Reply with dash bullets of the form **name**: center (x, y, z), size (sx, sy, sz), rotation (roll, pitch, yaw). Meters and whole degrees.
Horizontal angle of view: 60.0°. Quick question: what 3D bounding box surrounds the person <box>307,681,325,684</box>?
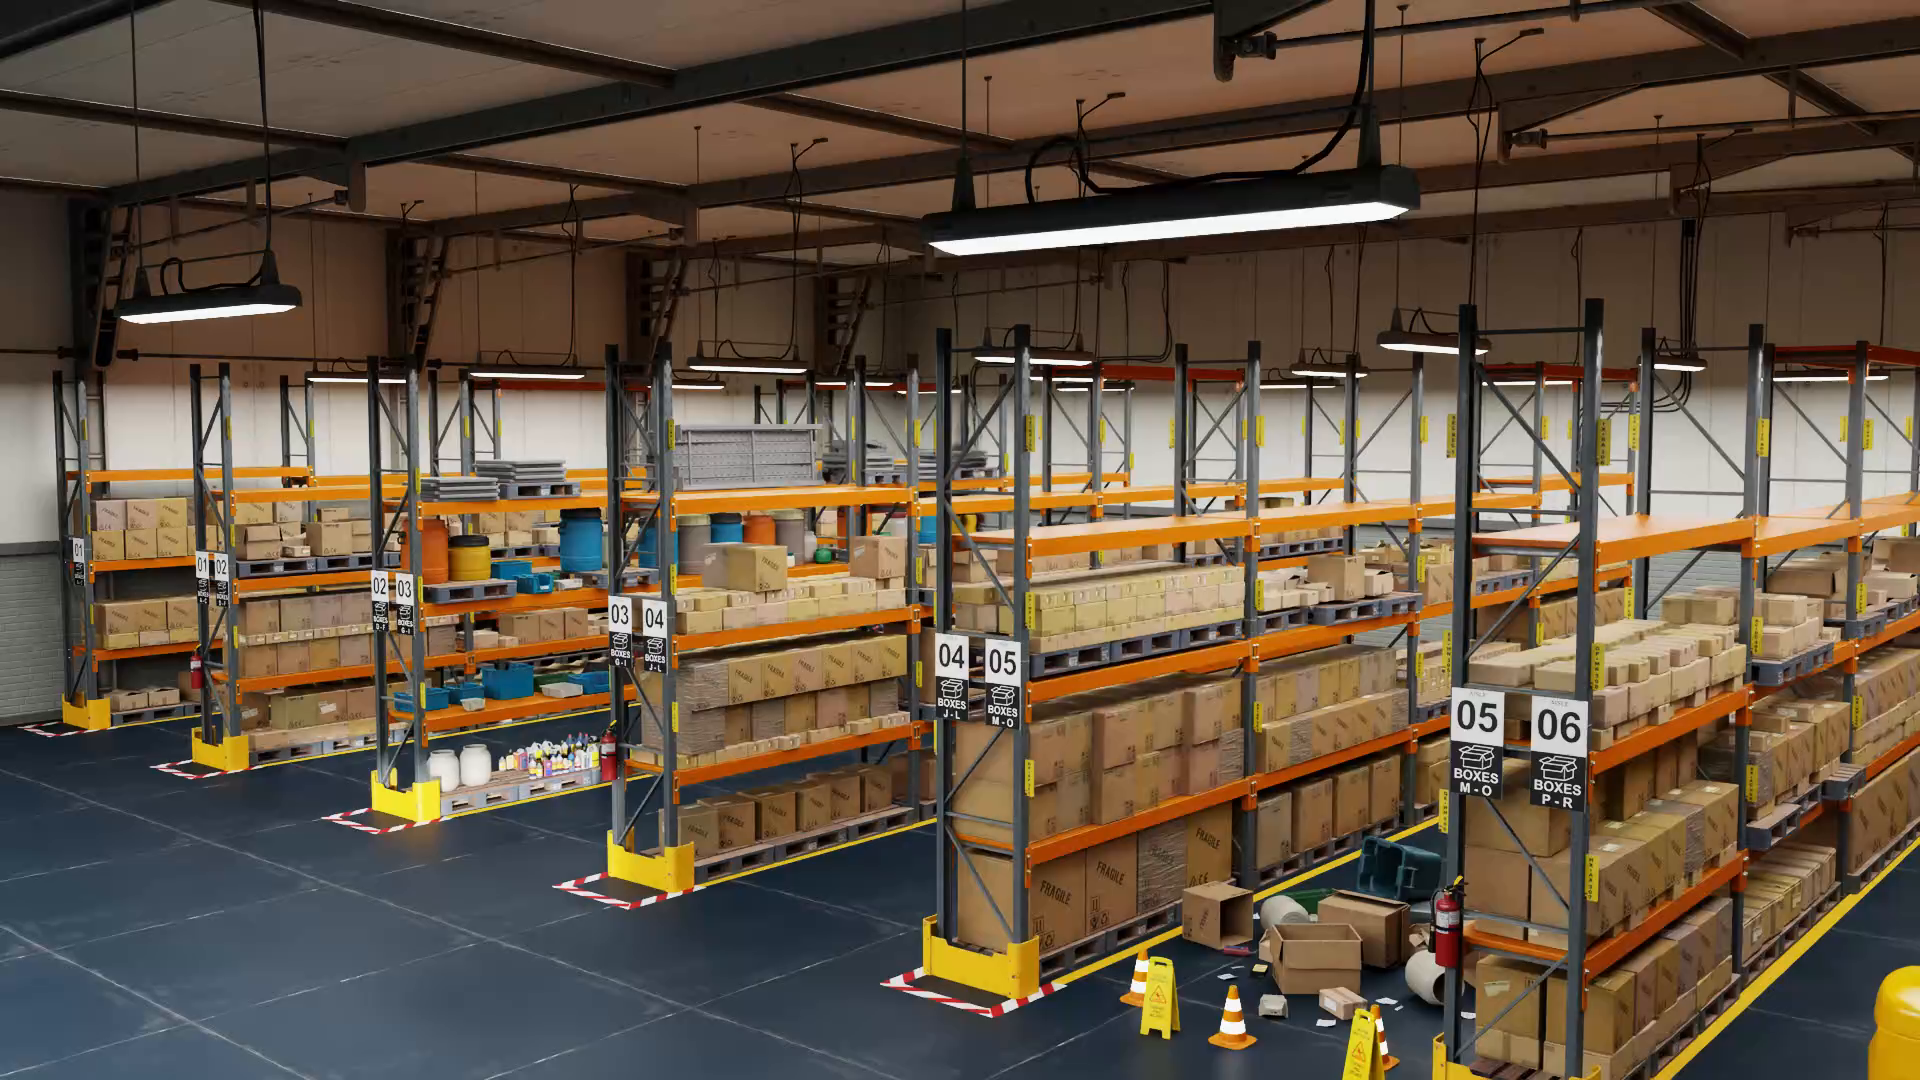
- **person**: center (-10.757, 2.361, 27.969), size (0.593, 1.652, 0.910), rotation (3, 5, 36)

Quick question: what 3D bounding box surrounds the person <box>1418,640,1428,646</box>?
- **person**: center (7.388, 2.419, 26.650), size (0.555, 1.626, 0.556), rotation (3, 5, 38)
